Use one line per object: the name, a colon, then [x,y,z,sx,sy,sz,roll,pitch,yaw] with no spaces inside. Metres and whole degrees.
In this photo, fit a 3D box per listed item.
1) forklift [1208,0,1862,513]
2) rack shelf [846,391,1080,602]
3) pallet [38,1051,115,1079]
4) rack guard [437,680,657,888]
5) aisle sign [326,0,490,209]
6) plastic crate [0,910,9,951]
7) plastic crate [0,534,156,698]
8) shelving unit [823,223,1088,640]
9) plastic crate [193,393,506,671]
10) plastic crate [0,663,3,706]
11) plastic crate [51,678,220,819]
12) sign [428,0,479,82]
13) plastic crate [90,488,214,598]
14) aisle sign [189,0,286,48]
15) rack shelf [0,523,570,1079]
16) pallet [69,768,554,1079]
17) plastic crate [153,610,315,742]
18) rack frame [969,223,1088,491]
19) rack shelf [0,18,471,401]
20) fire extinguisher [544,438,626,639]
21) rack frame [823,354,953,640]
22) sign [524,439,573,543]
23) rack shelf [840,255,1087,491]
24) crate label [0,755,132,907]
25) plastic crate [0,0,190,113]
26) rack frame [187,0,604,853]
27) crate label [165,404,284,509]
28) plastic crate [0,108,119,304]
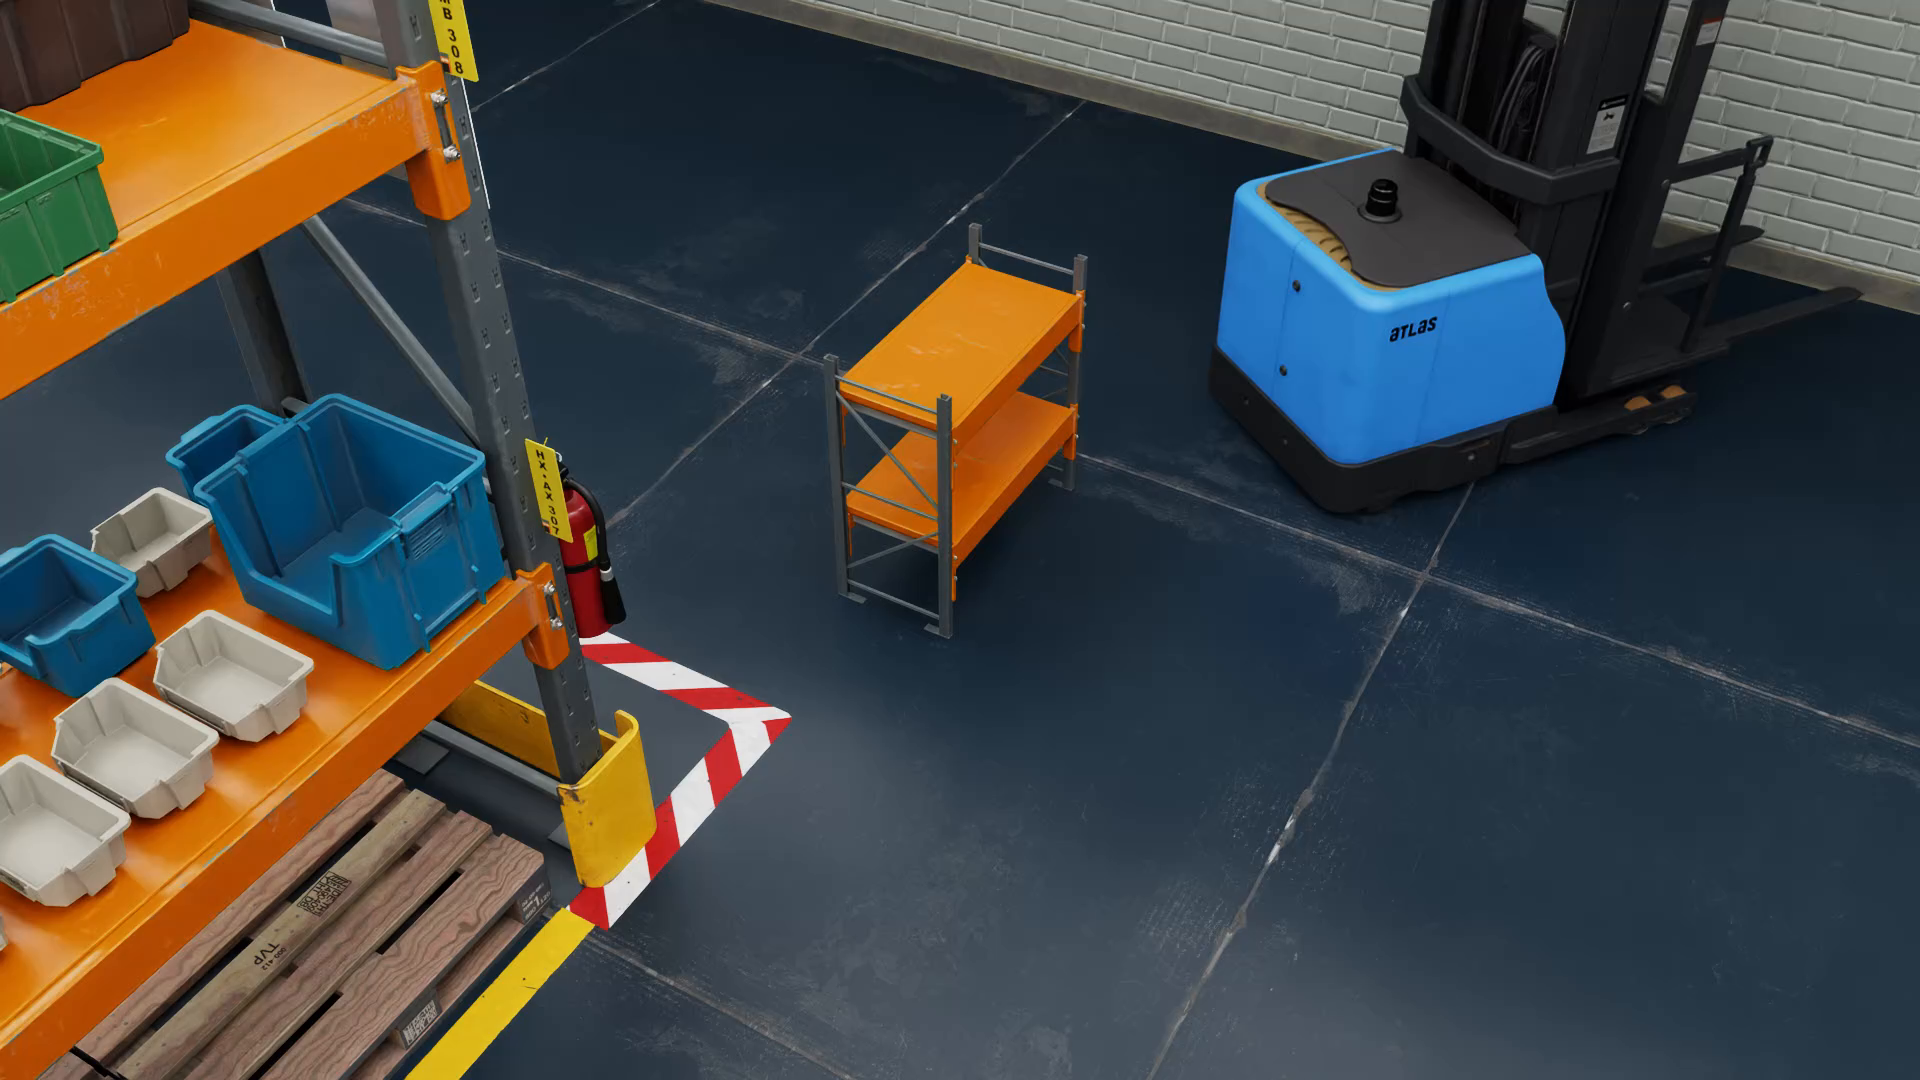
forklift: [2.667,-1.861,6.646,3.031,2.935,1.130,-17,44,-18]
rack shelf: [0.003,-0.243,6.544,0.538,0.278,1.000,21,45,22]
pallet: [-2.655,1.959,4.366,1.003,0.211,1.213,21,45,22]
rack guard: [-1.596,0.678,5.601,1.175,0.500,0.348,21,45,22]
aisle sign: [-1.307,-1.162,3.832,0.394,0.787,0.004,21,45,22]
plastic crate: [-2.256,0.865,3.652,0.298,0.136,0.250,21,45,22]
plastic crate: [-2.335,0.208,4.326,0.416,0.233,0.300,21,45,22]
shelving unit: [0.003,-0.426,6.383,0.538,1.125,1.048,21,45,22]
plastic crate: [-1.603,-0.024,4.436,0.616,0.435,0.499,21,45,22]
plastic crate: [-2.577,0.411,4.167,0.250,0.136,0.298,21,45,22]
plastic crate: [-2.006,0.522,4.041,0.396,0.136,0.243,21,45,22]
sign: [-1.113,-1.156,3.602,0.100,0.325,0.005,21,45,22]
plastic crate: [-2.238,0.023,4.608,0.250,0.136,0.298,21,45,22]
aisle sign: [-1.818,-1.357,4.054,0.394,0.787,0.004,21,45,22]
rack shelf: [-2.598,1.173,3.693,1.077,0.370,4.000,21,45,22]
pallet: [-2.043,1.264,5.155,1.003,0.211,1.213,21,45,22]
plastic crate: [-1.848,0.361,4.224,0.396,0.136,0.243,21,45,22]
rack frame: [0.258,-0.717,6.713,0.500,1.125,0.032,21,45,22]
rack shelf: [-2.598,0.047,2.702,1.077,0.370,4.000,21,45,22]
fire extinguisher: [-1.128,-0.009,4.831,0.296,0.674,0.183,21,45,22]
rack frame: [-0.251,-0.135,6.052,0.500,1.125,0.032,21,45,22]
sign: [-1.113,-0.130,4.505,0.100,0.325,0.005,21,45,22]
rack shelf: [0.003,-0.646,6.189,0.538,0.278,1.000,21,45,22]
crate label: [-2.124,0.690,3.851,0.396,0.136,0.243,21,45,22]
plastic crate: [-2.031,-1.190,3.661,0.497,0.269,0.590,21,45,22]
rack frame: [-1.597,-0.242,4.755,1.000,3.000,0.127,21,45,22]
crate label: [-2.006,-0.169,4.754,0.416,0.233,0.303,21,45,22]
plastic crate: [-1.843,-0.629,3.085,0.450,0.188,0.336,21,45,22]
